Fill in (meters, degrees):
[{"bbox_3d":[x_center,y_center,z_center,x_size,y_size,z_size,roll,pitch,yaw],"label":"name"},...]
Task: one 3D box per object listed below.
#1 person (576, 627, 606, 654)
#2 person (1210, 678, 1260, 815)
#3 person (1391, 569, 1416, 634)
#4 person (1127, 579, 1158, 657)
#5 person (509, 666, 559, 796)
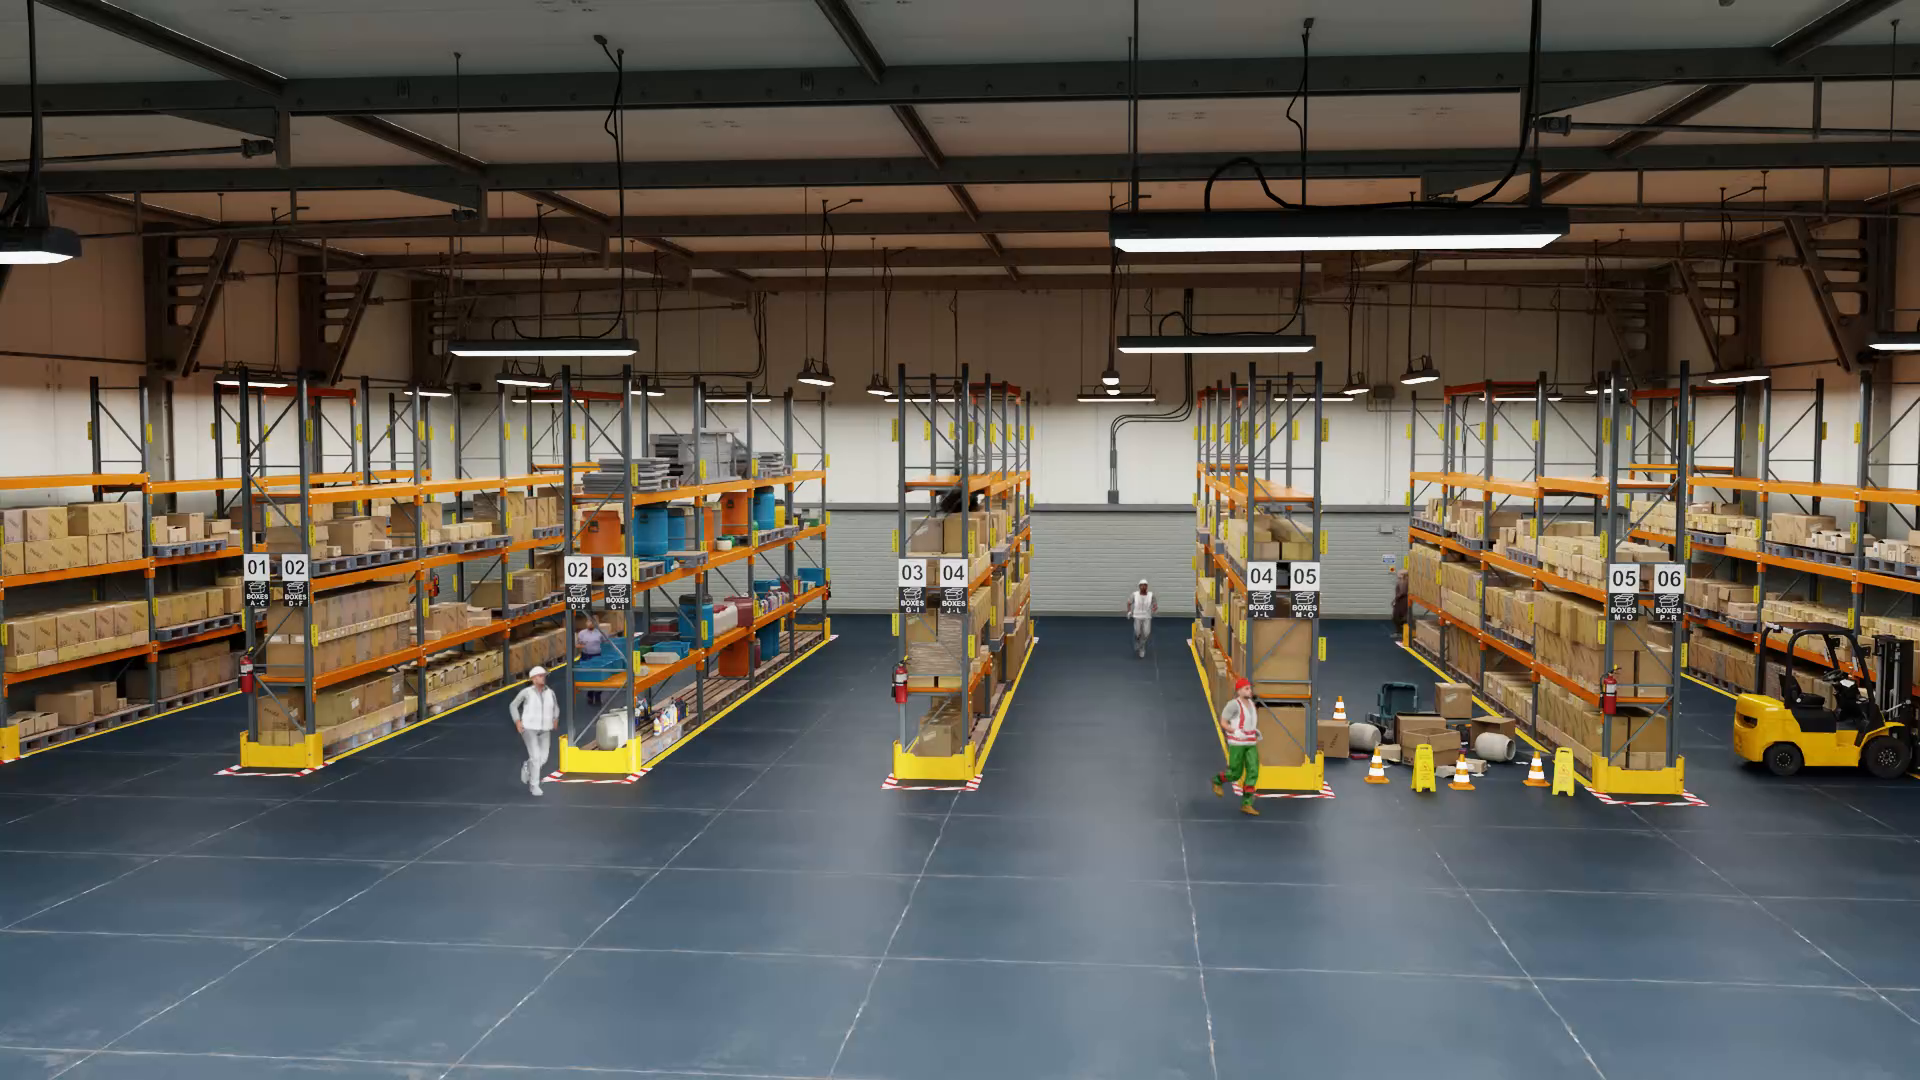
[{"bbox_3d":[-6.767,1.847,30.539,0.564,0.507,0.424,0,4,-5],"label":"person"},{"bbox_3d":[3.733,2.717,22.102,0.667,1.776,0.872,-2,4,-33],"label":"person"},{"bbox_3d":[10.777,1.515,40.375,0.636,1.628,0.755,2,4,29],"label":"person"},{"bbox_3d":[4.084,1.753,37.185,0.684,1.739,0.590,0,4,3],"label":"person"},{"bbox_3d":[-5.919,2.655,23.296,0.700,1.741,0.701,-3,5,-38],"label":"person"}]
